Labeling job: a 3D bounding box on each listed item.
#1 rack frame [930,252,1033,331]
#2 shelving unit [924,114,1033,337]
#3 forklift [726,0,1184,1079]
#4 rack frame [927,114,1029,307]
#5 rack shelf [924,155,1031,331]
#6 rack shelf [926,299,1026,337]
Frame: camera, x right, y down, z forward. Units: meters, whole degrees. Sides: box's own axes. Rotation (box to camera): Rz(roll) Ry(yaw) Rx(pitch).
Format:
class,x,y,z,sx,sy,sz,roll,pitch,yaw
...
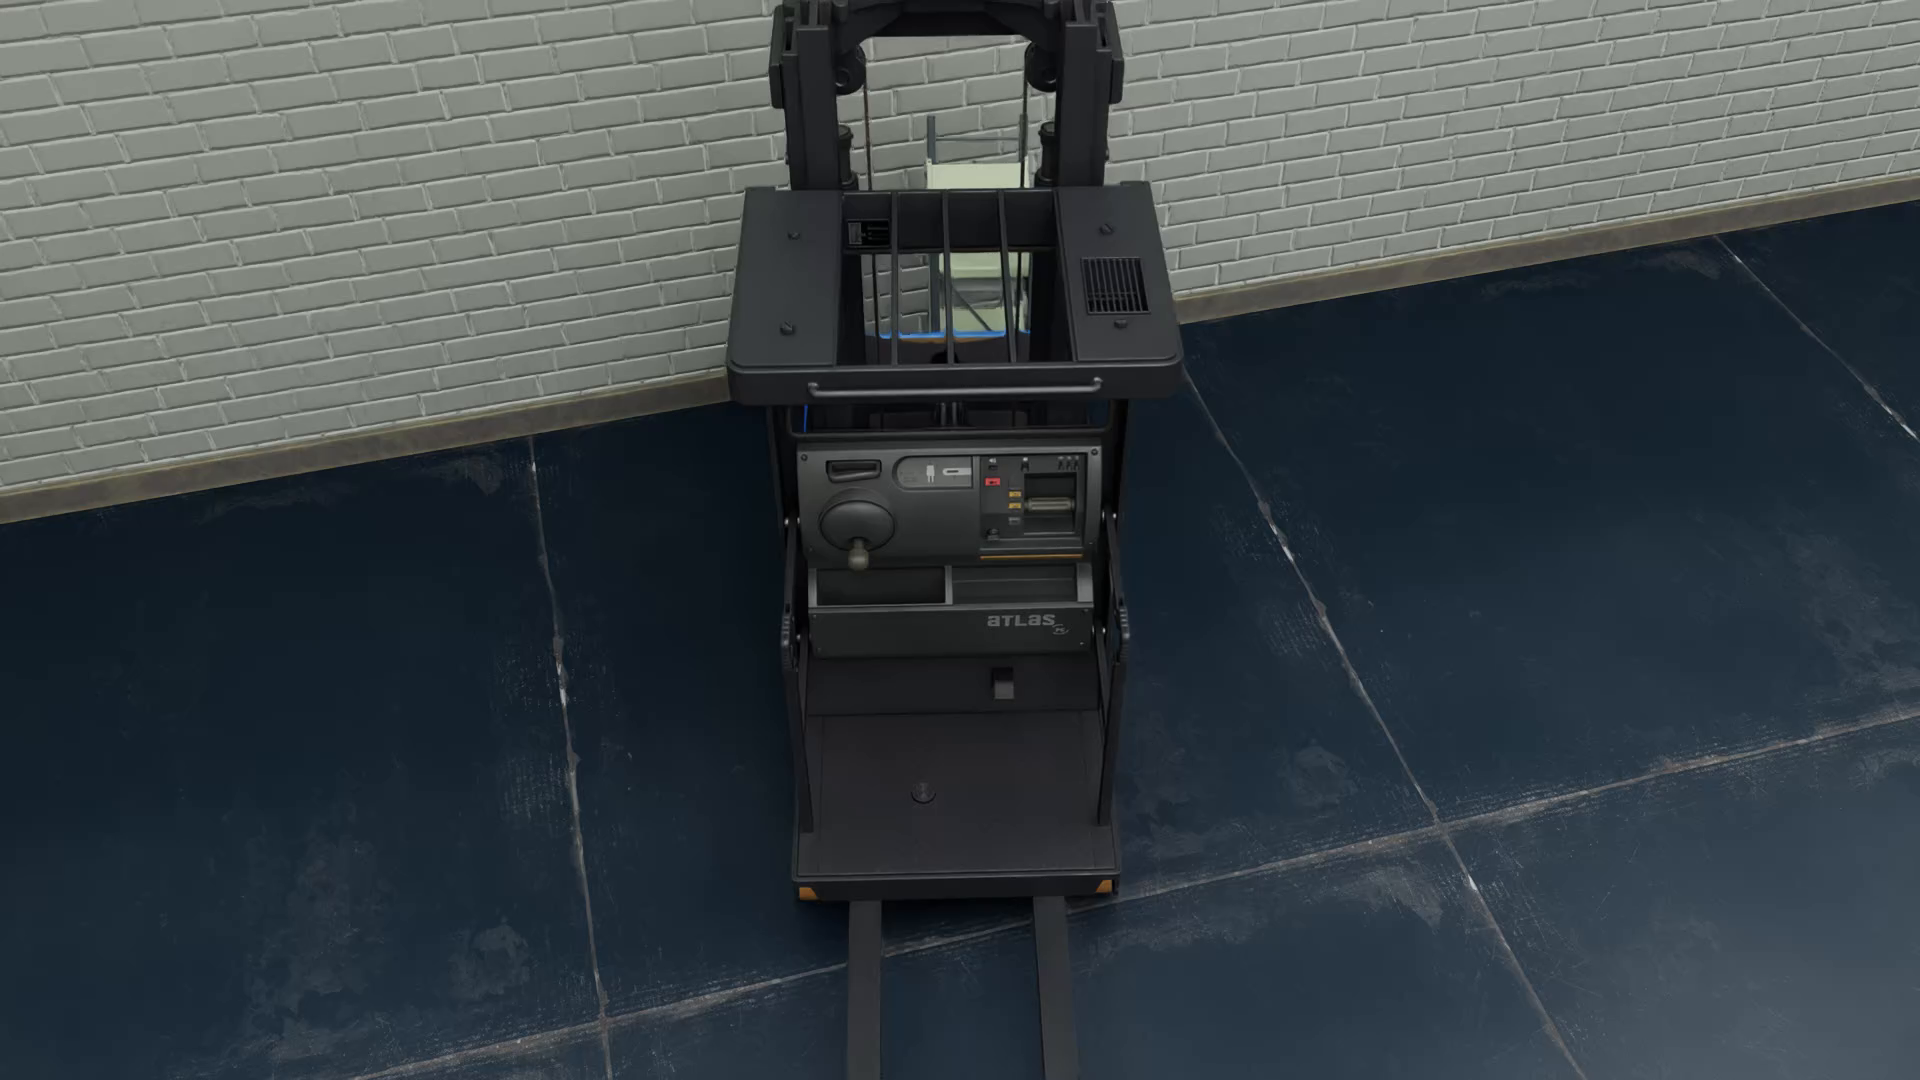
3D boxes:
class,x,y,z,sx,sy,sz,roll,pitch,yaw
rack frame,0.089,-0.615,6.553,0.400,1.500,0.023,-1,46,-1
shelving unit,0.079,-0.876,6.810,0.431,1.500,0.755,-1,46,-1
forklift,-0.023,-0.016,4.964,1.130,2.935,3.031,-1,46,-1
rack frame,0.069,-1.138,7.066,0.400,1.500,0.023,-1,46,-1
rack shelf,0.079,-1.150,6.531,0.431,0.370,0.720,-1,46,-1
rack shelf,0.079,-0.648,7.042,0.431,0.370,0.720,-1,46,-1
